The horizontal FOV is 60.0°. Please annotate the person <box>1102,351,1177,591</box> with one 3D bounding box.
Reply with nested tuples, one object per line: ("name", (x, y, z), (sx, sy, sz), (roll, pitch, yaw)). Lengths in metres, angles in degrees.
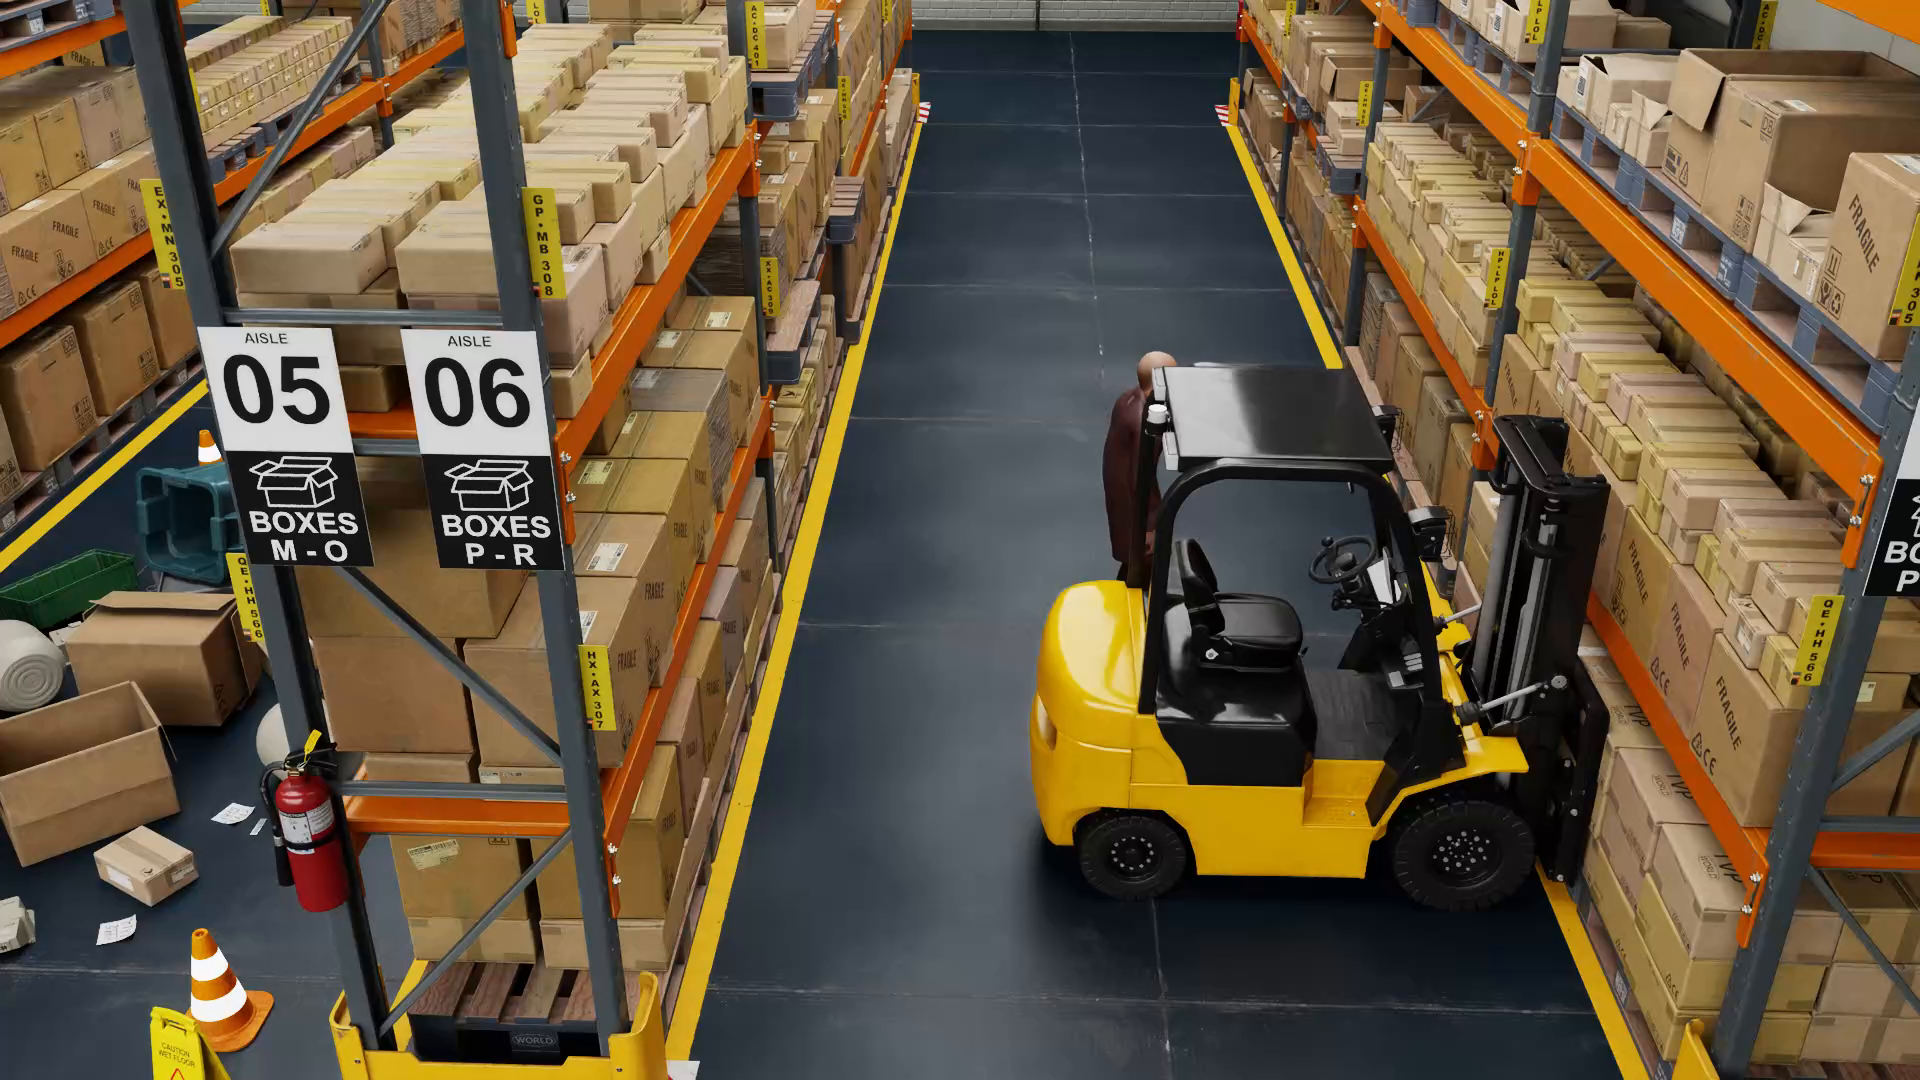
("person", (0.975, -0.171, 8.963), (0.426, 1.773, 0.652), (-1, 28, -1))
